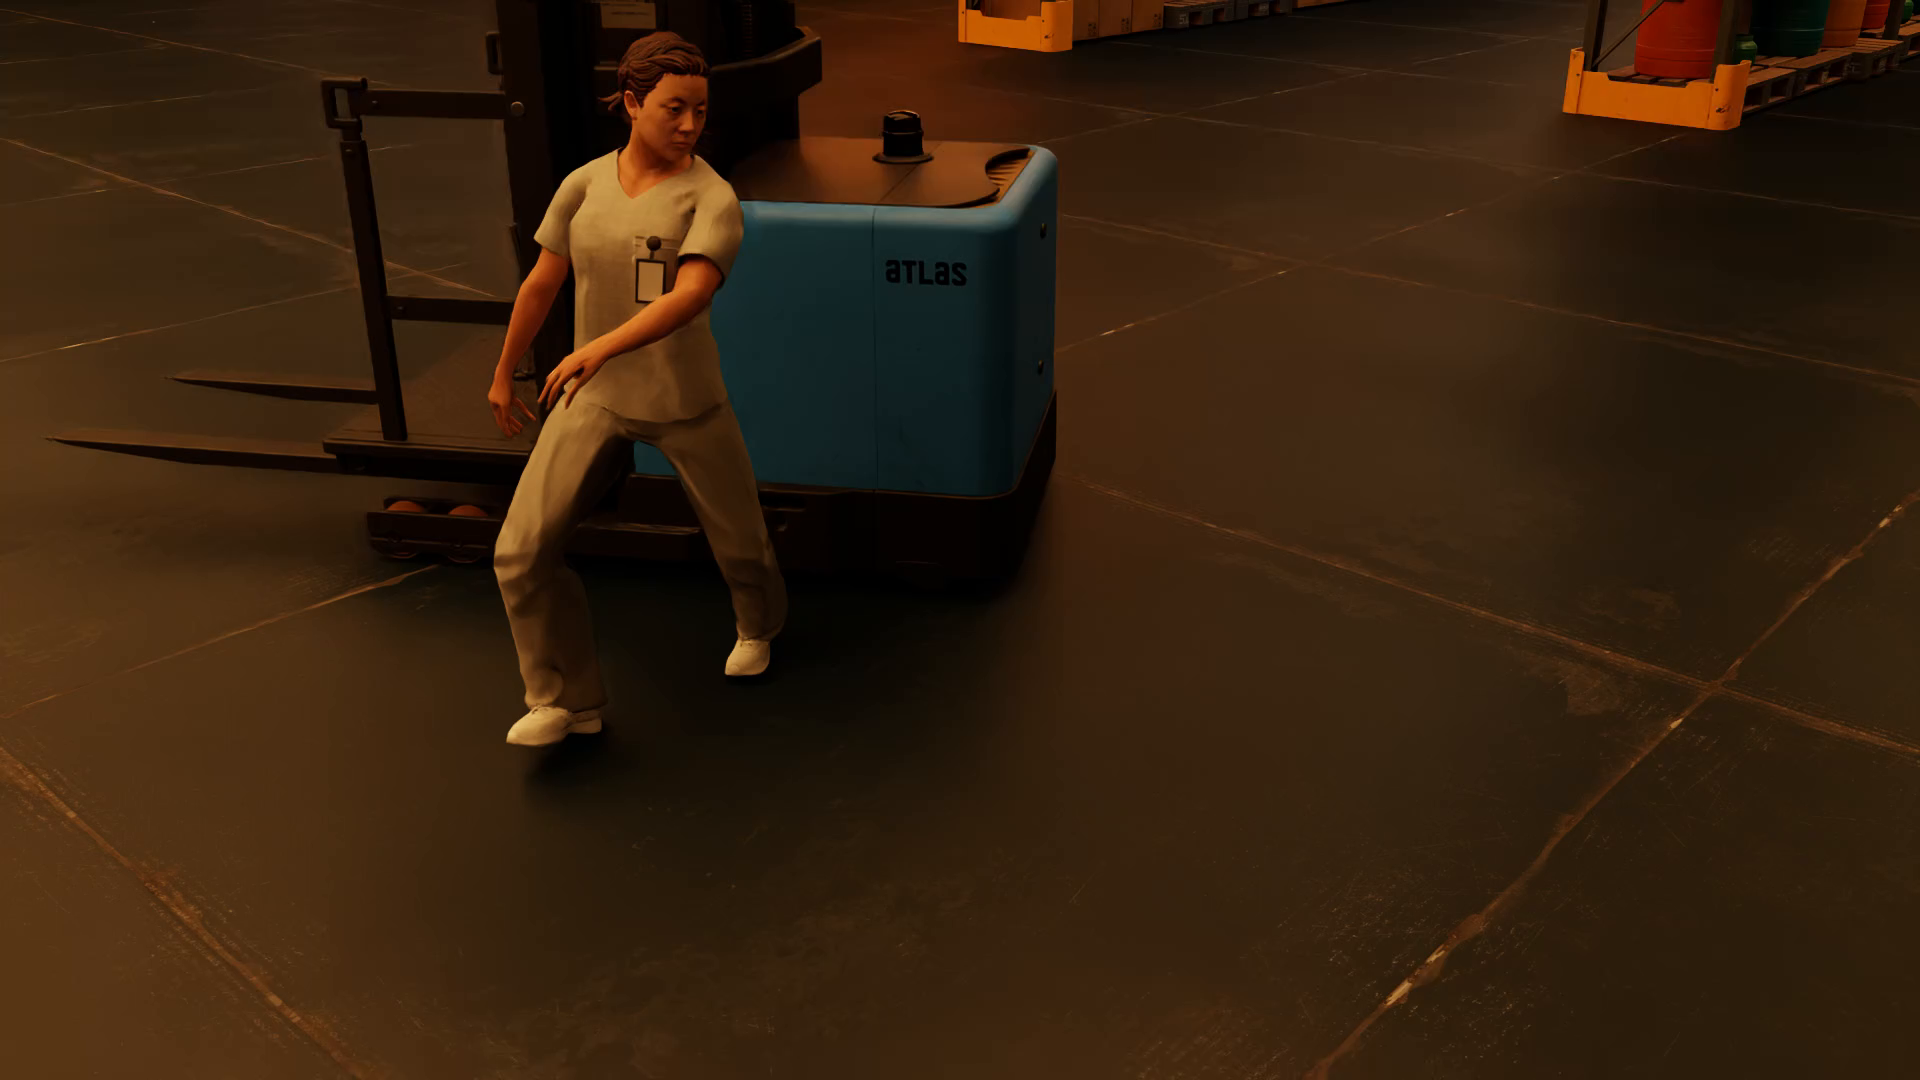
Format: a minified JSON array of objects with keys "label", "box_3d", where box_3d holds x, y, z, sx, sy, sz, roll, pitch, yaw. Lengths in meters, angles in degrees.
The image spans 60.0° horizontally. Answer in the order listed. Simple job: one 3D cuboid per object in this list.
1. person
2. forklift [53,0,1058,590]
[{"label":"person","box_3d":[-0.762,-0.314,3.744,0.644,1.582,0.823,2,24,5]},{"label":"forklift","box_3d":[-1.258,-1.476,4.694,3.031,2.935,1.130,4,24,9]}]
